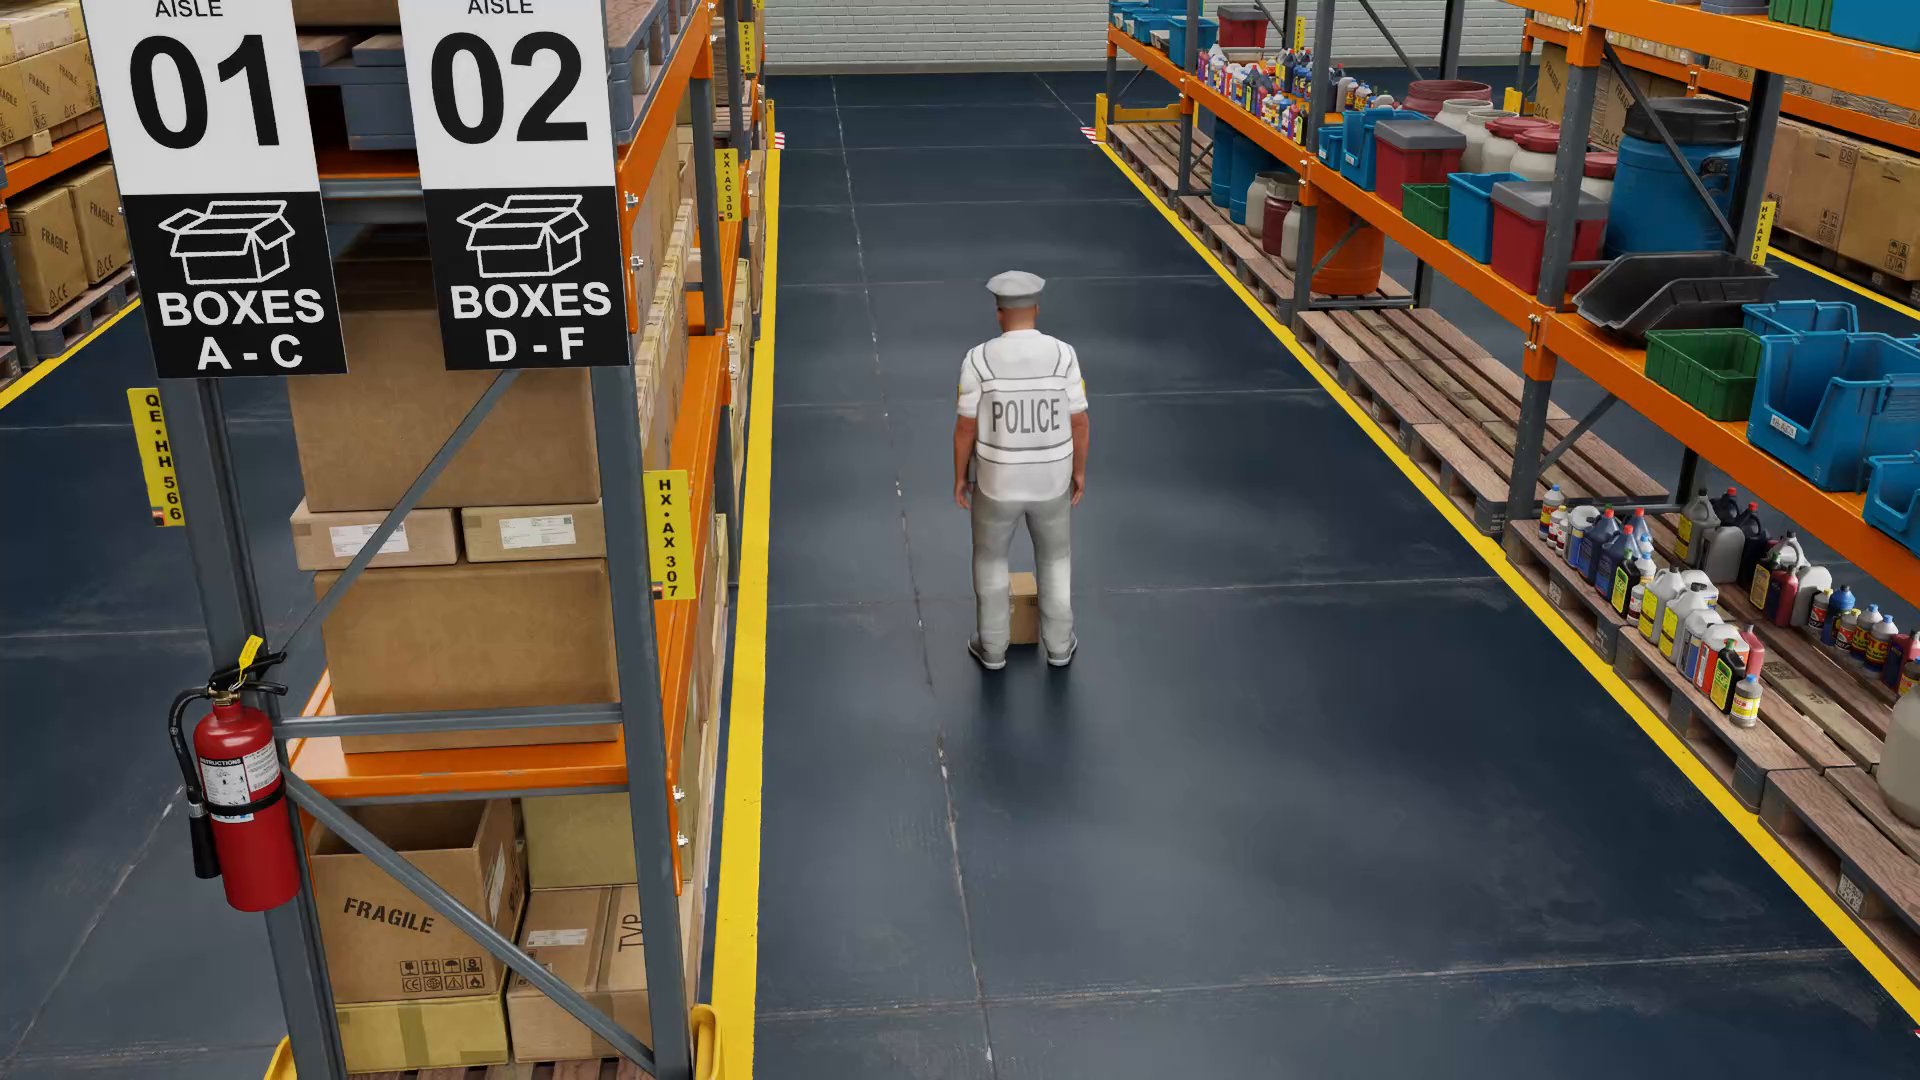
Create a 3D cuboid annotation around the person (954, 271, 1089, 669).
[{"bbox_3d":[0.263,-0.262,7.189,0.584,1.748,0.433,-2,24,-5],"label":"person"}]
